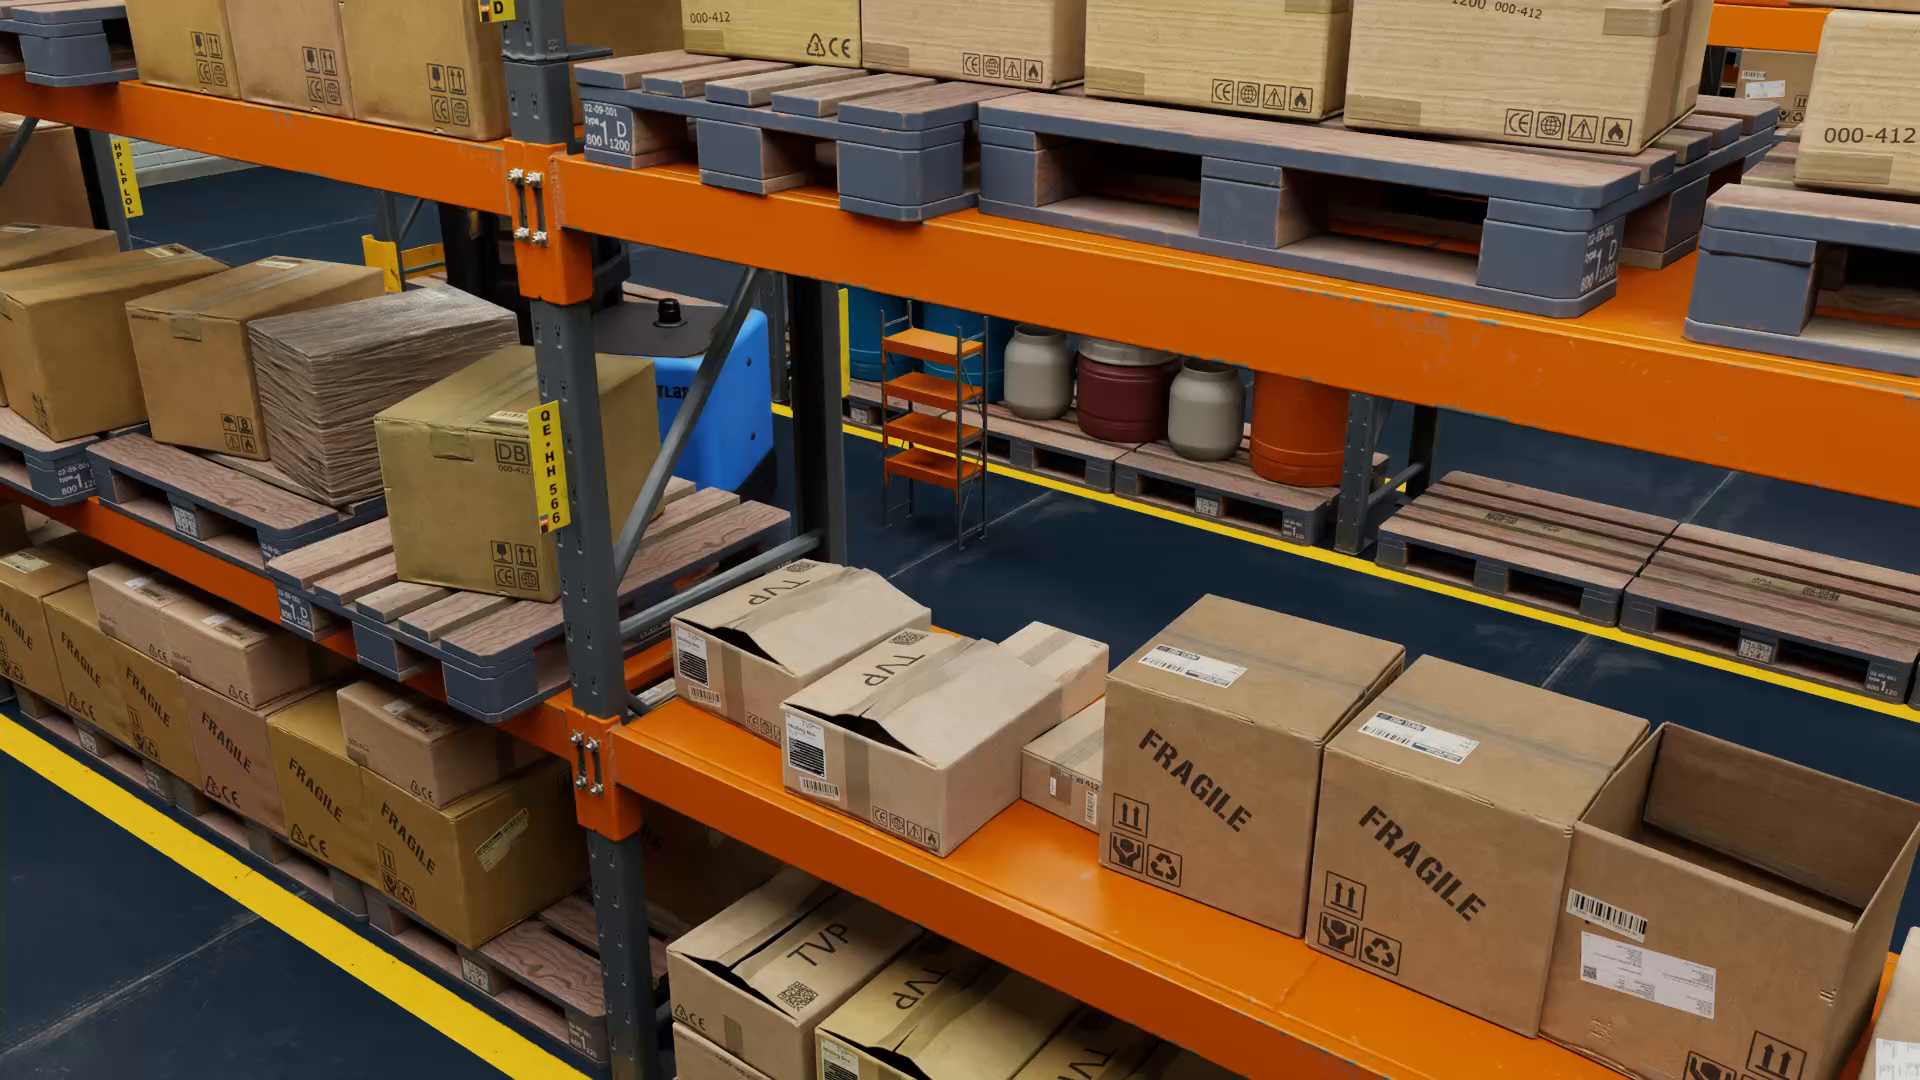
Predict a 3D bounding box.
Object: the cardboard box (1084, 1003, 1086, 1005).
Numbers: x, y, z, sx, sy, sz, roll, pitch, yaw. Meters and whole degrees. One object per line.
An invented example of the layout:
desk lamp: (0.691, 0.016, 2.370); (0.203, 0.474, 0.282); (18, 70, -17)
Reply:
cardboard box: (0.296, 1.119, 4.685); (0.500, 0.311, 0.500); (16, 29, 33)

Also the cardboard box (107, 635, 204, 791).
cardboard box: (-2.822, 0.558, 6.318); (0.500, 0.500, 0.500); (17, 29, 34)

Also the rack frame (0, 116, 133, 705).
rack frame: (-3.892, -0.829, 6.911); (0.127, 3.000, 1.000); (17, 29, 33)

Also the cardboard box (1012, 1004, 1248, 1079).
cardboard box: (0.384, 1.418, 4.006); (0.500, 0.311, 0.500); (16, 28, 32)

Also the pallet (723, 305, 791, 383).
pallet: (-1.530, -1.315, 11.474); (1.213, 0.211, 1.003); (17, 29, 33)

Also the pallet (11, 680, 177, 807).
pallet: (-3.218, 0.632, 7.055); (1.213, 0.211, 1.003); (17, 29, 33)

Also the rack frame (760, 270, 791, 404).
rack frame: (-0.918, -2.426, 10.536); (0.127, 3.000, 1.000); (17, 29, 33)

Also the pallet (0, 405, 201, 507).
pallet: (-3.318, -0.513, 6.431); (1.213, 0.211, 1.003); (17, 29, 33)

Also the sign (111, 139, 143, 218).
sign: (-3.562, -1.539, 7.086); (0.005, 0.325, 0.100); (17, 29, 33)

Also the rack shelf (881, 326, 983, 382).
rack shelf: (-0.132, -0.949, 8.440); (0.480, 0.148, 0.258); (17, 29, 33)

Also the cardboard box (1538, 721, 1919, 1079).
cardboard box: (1.484, 0.741, 3.223); (0.500, 0.500, 0.500); (19, 30, 37)

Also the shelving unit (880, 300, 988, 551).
shelving unit: (-0.132, -0.589, 8.599); (0.503, 1.200, 0.258); (17, 29, 33)

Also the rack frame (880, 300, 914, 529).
rack frame: (-0.328, -0.648, 8.733); (0.015, 1.200, 0.240); (17, 29, 33)

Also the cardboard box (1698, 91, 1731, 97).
cardboard box: (7.194, -4.224, 16.265); (0.500, 0.250, 0.500); (17, 29, 34)

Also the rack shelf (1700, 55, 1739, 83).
rack shelf: (6.709, -4.787, 16.787); (4.000, 0.370, 1.077); (17, 29, 33)

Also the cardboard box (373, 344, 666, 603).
cardboard box: (-1.262, -0.216, 4.874); (0.500, 0.500, 0.700); (7, 25, 16)

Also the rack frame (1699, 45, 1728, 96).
rack frame: (5.253, -3.057, 11.968); (0.127, 3.000, 1.000); (17, 29, 33)

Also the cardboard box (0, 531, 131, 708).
cardboard box: (-3.651, 0.309, 6.882); (0.500, 0.500, 0.500); (15, 28, 31)

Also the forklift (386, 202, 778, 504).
forklift: (-2.583, -1.523, 8.572); (3.031, 2.935, 1.130); (4, 24, 10)

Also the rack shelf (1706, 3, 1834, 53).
rack shelf: (3.883, -2.019, 6.783); (4.000, 0.370, 1.077); (17, 29, 33)

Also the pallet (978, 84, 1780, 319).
pallet: (0.802, -0.743, 3.230); (1.213, 0.211, 1.003); (18, 30, 36)

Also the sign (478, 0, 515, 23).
sign: (-1.018, -1.296, 3.611); (0.005, 0.325, 0.100); (17, 29, 33)

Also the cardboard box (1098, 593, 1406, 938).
cardboard box: (0.662, 0.493, 3.787); (0.500, 0.500, 0.500); (15, 28, 31)

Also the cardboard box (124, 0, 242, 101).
cardboard box: (-1.884, -1.624, 4.871); (0.500, 0.500, 0.910); (17, 29, 33)

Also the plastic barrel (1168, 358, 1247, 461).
plastic barrel: (1.376, -0.733, 9.258); (0.421, 0.512, 0.421); (0, 24, 0)

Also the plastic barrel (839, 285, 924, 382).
plastic barrel: (-0.493, -1.521, 10.564); (0.708, 0.901, 0.600); (17, 29, 33)

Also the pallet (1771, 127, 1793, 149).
pallet: (5.887, -2.831, 11.693); (1.003, 0.211, 1.213); (17, 29, 33)

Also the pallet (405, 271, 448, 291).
pallet: (-3.482, -1.905, 12.813); (1.213, 0.211, 1.003); (17, 29, 33)

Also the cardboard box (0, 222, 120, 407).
cardboard box: (-3.647, -0.880, 6.382); (0.500, 0.500, 0.700); (7, 25, 16)

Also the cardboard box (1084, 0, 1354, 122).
cardboard box: (0.587, -1.003, 3.252); (0.500, 0.250, 0.500); (16, 28, 32)

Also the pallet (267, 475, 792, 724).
pallet: (-1.275, 0.085, 5.075); (1.003, 0.211, 1.213); (17, 29, 33)

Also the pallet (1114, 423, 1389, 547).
pallet: (1.627, -0.360, 9.305); (1.213, 0.211, 1.003); (17, 29, 33)

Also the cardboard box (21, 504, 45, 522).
cardboard box: (-4.796, -0.111, 8.250); (0.250, 0.166, 0.380); (17, 29, 33)

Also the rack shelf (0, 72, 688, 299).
rack shelf: (-2.291, -1.389, 5.354); (4.000, 0.370, 1.077); (17, 29, 33)

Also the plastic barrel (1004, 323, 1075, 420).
plastic barrel: (0.472, -1.006, 9.878); (0.421, 0.512, 0.421); (0, 24, 0)

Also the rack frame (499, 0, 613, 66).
rack frame: (-0.691, -2.607, 3.506); (0.127, 3.000, 1.000); (17, 29, 33)

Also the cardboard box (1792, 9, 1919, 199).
cardboard box: (1.581, -0.675, 2.506); (0.500, 0.250, 0.500); (14, 27, 28)

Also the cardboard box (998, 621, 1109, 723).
cardboard box: (0.194, 0.382, 4.475); (0.250, 0.149, 0.380); (17, 29, 33)

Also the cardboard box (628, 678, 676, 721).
cardboard box: (-1.306, 0.754, 5.873); (0.500, 0.500, 0.500); (16, 28, 31)

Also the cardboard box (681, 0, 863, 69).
cardboard box: (-0.294, -1.266, 3.849); (0.500, 0.250, 0.500); (14, 28, 29)

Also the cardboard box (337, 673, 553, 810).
cardboard box: (-1.628, 0.575, 5.349); (0.500, 0.250, 0.500); (18, 30, 35)

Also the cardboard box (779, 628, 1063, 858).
cardboard box: (-0.091, 0.458, 4.101); (0.500, 0.311, 0.500); (16, 29, 33)

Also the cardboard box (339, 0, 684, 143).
cardboard box: (-1.060, -1.375, 4.306); (0.500, 0.500, 0.910); (17, 29, 33)

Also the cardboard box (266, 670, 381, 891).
cardboard box: (-1.994, 0.805, 5.757); (0.500, 0.500, 0.500); (16, 28, 31)

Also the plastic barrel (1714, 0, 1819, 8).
plastic barrel: (3.333, -2.601, 6.681); (0.708, 0.830, 0.600); (17, 29, 33)

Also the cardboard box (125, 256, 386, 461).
cardboard box: (-2.441, -0.660, 5.882); (0.500, 0.500, 0.700); (9, 25, 20)

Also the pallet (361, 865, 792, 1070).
pallet: (-1.266, 1.222, 5.715); (1.213, 0.211, 1.003); (17, 29, 33)

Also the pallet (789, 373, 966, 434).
pallet: (-0.326, -0.950, 10.644); (1.213, 0.211, 1.003); (17, 29, 33)

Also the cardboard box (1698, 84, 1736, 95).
cardboard box: (7.497, -4.392, 16.646); (0.500, 0.250, 0.500); (16, 29, 33)

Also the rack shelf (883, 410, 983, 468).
rack shelf: (-0.132, -0.528, 8.626); (0.480, 0.148, 0.258); (17, 29, 33)

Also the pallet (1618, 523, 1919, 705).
pallet: (3.851, 0.312, 7.780); (1.213, 0.211, 1.003); (17, 29, 33)

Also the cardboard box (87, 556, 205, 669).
cardboard box: (-2.851, 0.208, 6.182); (0.500, 0.250, 0.500); (17, 29, 33)

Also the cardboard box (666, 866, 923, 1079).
cardboard box: (-0.448, 1.169, 4.570); (0.500, 0.311, 0.500); (18, 29, 35)

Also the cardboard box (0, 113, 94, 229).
cardboard box: (-4.100, -1.537, 7.154); (0.500, 0.500, 0.500); (18, 29, 35)
